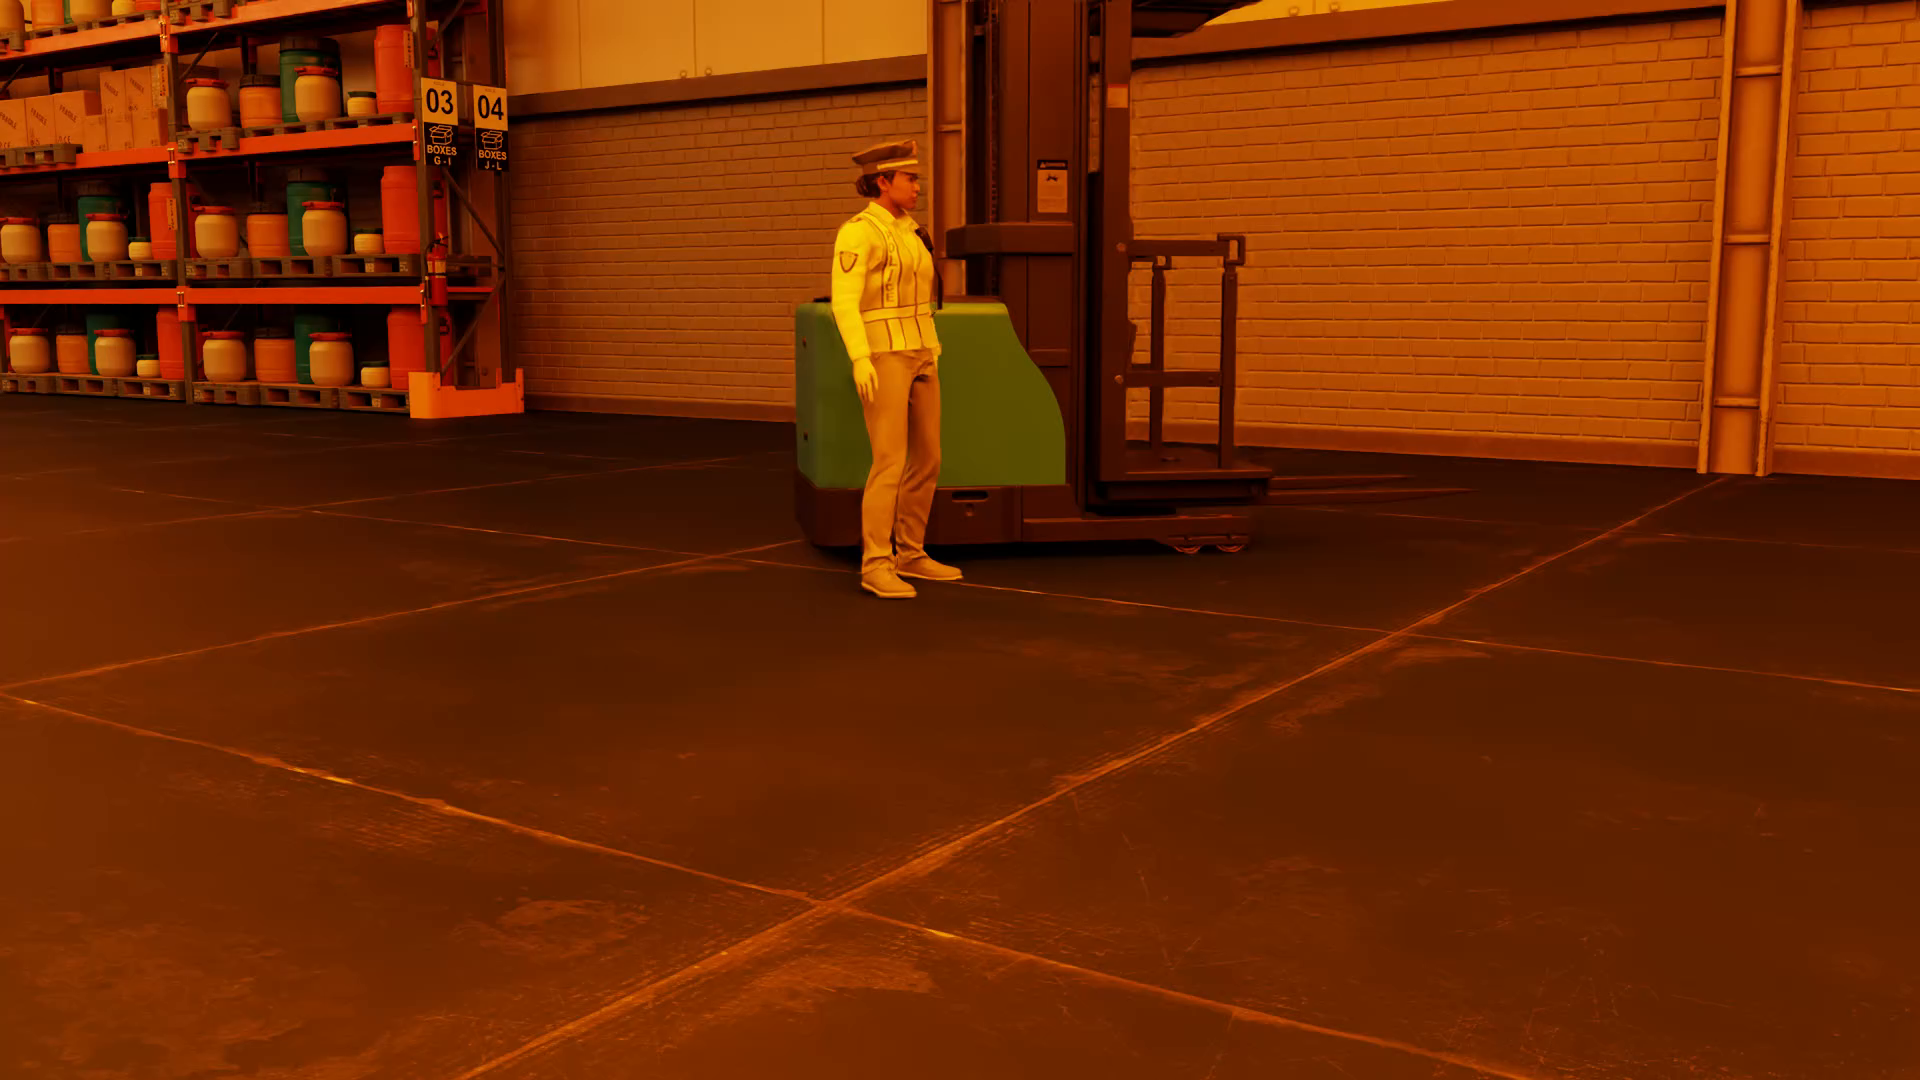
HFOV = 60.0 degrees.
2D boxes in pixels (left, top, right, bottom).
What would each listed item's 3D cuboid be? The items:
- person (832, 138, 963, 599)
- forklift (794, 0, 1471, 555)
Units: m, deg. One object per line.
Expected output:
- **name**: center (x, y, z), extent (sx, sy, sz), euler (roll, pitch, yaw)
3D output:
- **person**: center (-0.216, -0.652, 6.276), extent (0.415, 1.688, 0.644), euler (5, 9, 31)
- **forklift**: center (0.795, -1.462, 7.474), extent (3.031, 2.935, 1.130), euler (-2, 8, -11)
